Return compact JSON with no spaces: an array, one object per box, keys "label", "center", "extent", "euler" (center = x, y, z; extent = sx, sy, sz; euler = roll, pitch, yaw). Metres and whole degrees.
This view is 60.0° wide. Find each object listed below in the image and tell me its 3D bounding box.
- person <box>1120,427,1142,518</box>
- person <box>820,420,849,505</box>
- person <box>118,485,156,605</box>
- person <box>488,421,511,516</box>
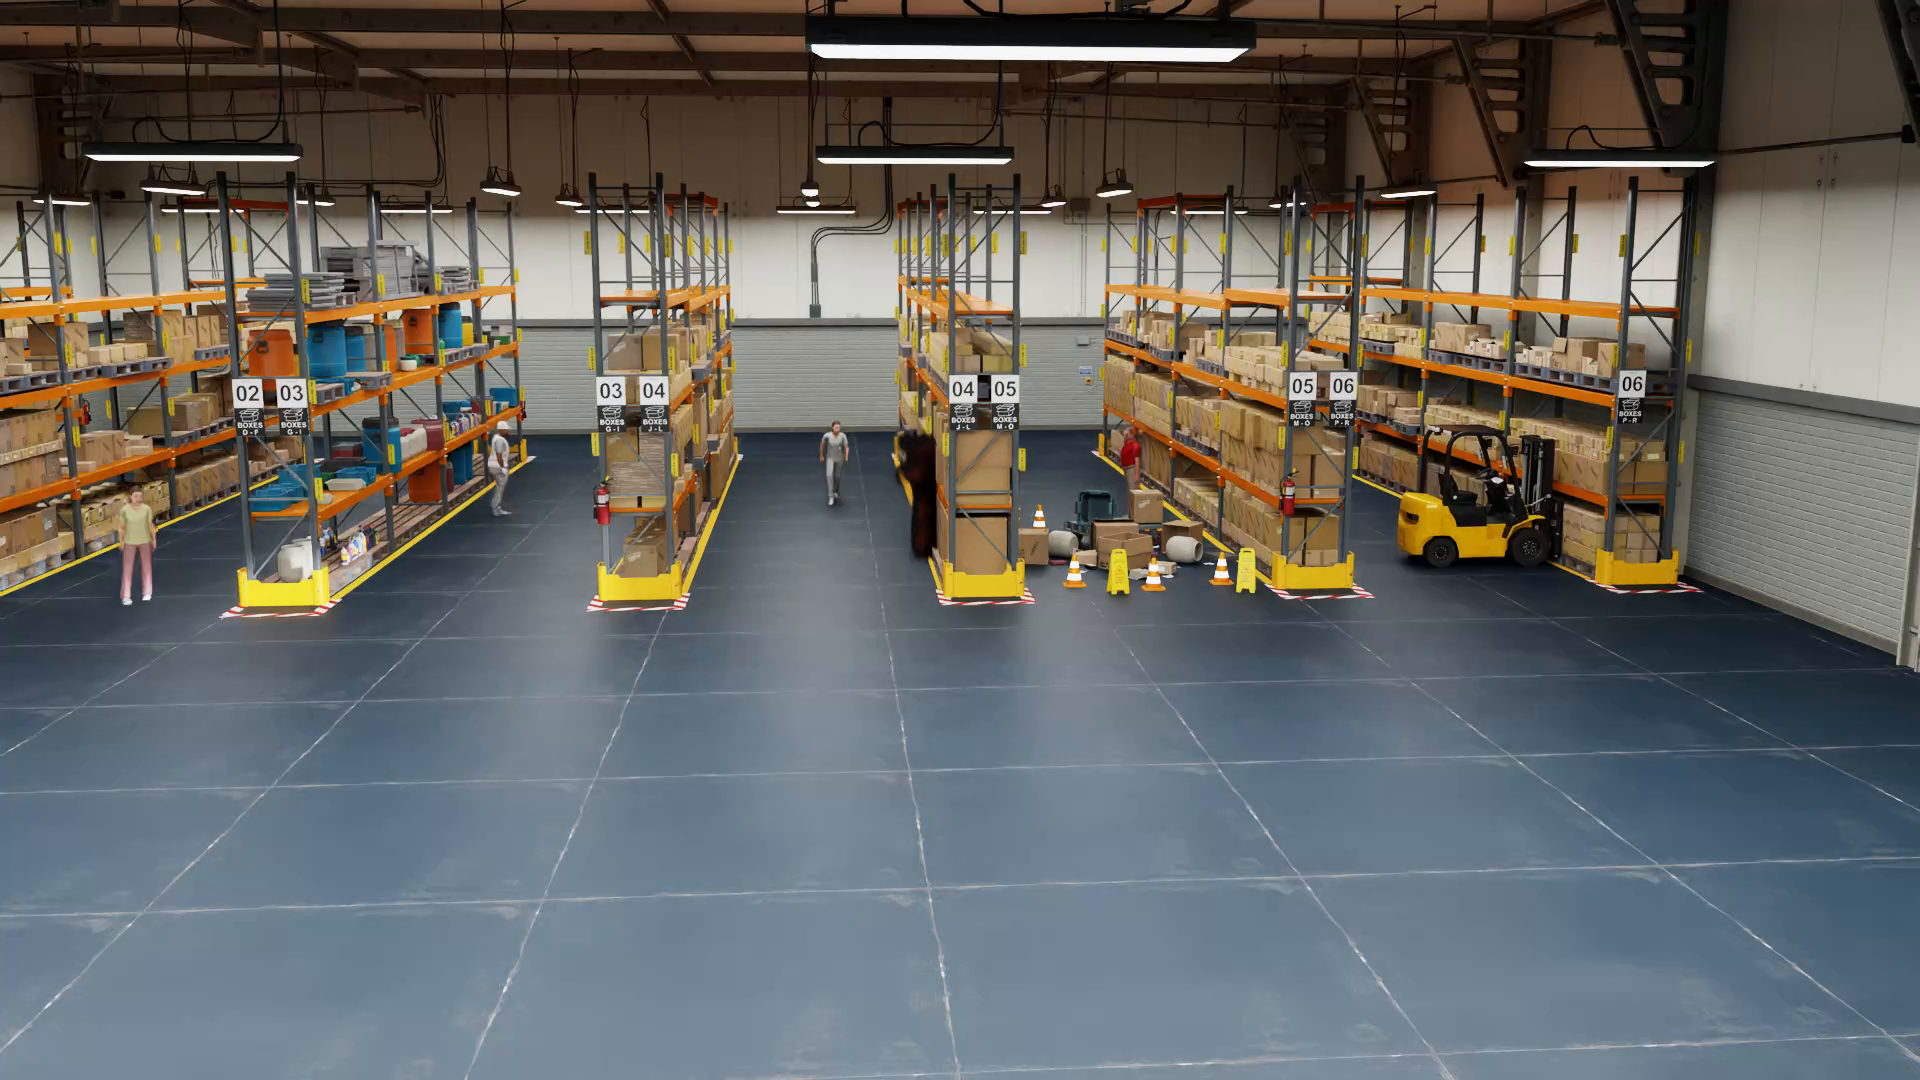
[{"label":"person","center":[3.148,-1.217,30.623],"extent":[0.381,1.729,0.568],"euler":[0,10,-2]},{"label":"person","center":[-2.483,-1.557,32.896],"extent":[0.563,1.642,0.935],"euler":[-1,10,-5]},{"label":"person","center":[-11.712,0.065,23.646],"extent":[0.521,1.690,0.362],"euler":[-7,12,-34]},{"label":"person","center":[-8.658,-1.342,31.291],"extent":[0.470,1.809,0.594],"euler":[-9,14,-42]}]
